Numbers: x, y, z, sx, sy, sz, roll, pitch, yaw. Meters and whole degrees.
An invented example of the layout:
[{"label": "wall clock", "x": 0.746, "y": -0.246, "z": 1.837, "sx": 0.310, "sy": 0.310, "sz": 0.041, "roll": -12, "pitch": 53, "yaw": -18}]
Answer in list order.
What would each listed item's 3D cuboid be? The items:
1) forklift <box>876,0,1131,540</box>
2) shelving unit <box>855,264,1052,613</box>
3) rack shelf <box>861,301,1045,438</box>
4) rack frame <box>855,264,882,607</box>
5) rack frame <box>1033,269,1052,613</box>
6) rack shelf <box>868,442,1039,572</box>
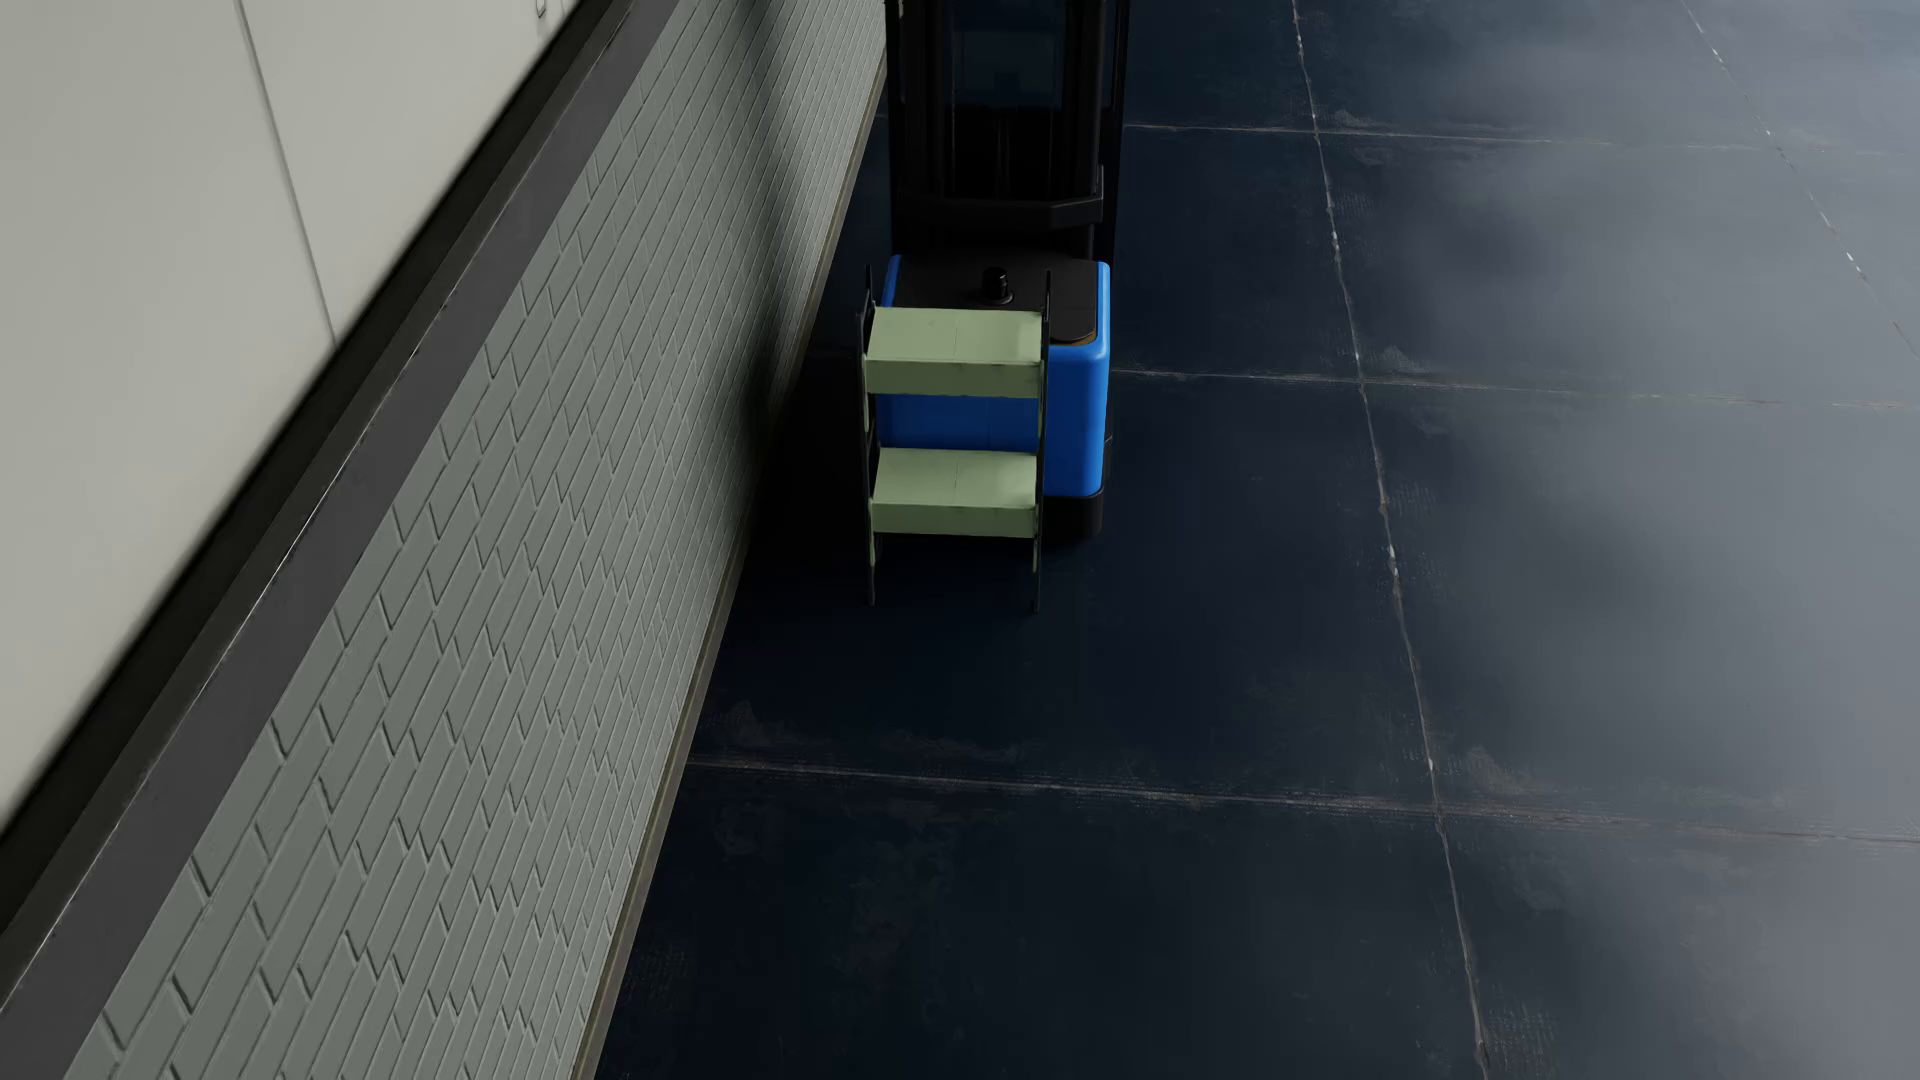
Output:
[{"label": "forklift", "x": 0.228, "y": -2.053, "z": 7.951, "sx": 1.130, "sy": 2.935, "sz": 3.031, "roll": 2, "pitch": 39, "yaw": 3}, {"label": "shelving unit", "x": -0.018, "y": -0.399, "z": 7.052, "sx": 0.755, "sy": 1.500, "sz": 0.431, "roll": 2, "pitch": 39, "yaw": 3}, {"label": "rack shelf", "x": -0.018, "y": -0.701, "z": 6.805, "sx": 0.720, "sy": 0.370, "sz": 0.431, "roll": 2, "pitch": 39, "yaw": 3}, {"label": "rack frame", "x": -0.384, "y": -0.412, "z": 7.068, "sx": 0.023, "sy": 1.500, "sz": 0.400, "roll": 2, "pitch": 39, "yaw": 3}, {"label": "rack frame", "x": 0.347, "y": -0.385, "z": 7.035, "sx": 0.023, "sy": 1.500, "sz": 0.400, "roll": 2, "pitch": 39, "yaw": 3}, {"label": "rack shelf", "x": -0.018, "y": -0.146, "z": 7.257, "sx": 0.720, "sy": 0.370, "sz": 0.431, "roll": 2, "pitch": 39, "yaw": 3}]
